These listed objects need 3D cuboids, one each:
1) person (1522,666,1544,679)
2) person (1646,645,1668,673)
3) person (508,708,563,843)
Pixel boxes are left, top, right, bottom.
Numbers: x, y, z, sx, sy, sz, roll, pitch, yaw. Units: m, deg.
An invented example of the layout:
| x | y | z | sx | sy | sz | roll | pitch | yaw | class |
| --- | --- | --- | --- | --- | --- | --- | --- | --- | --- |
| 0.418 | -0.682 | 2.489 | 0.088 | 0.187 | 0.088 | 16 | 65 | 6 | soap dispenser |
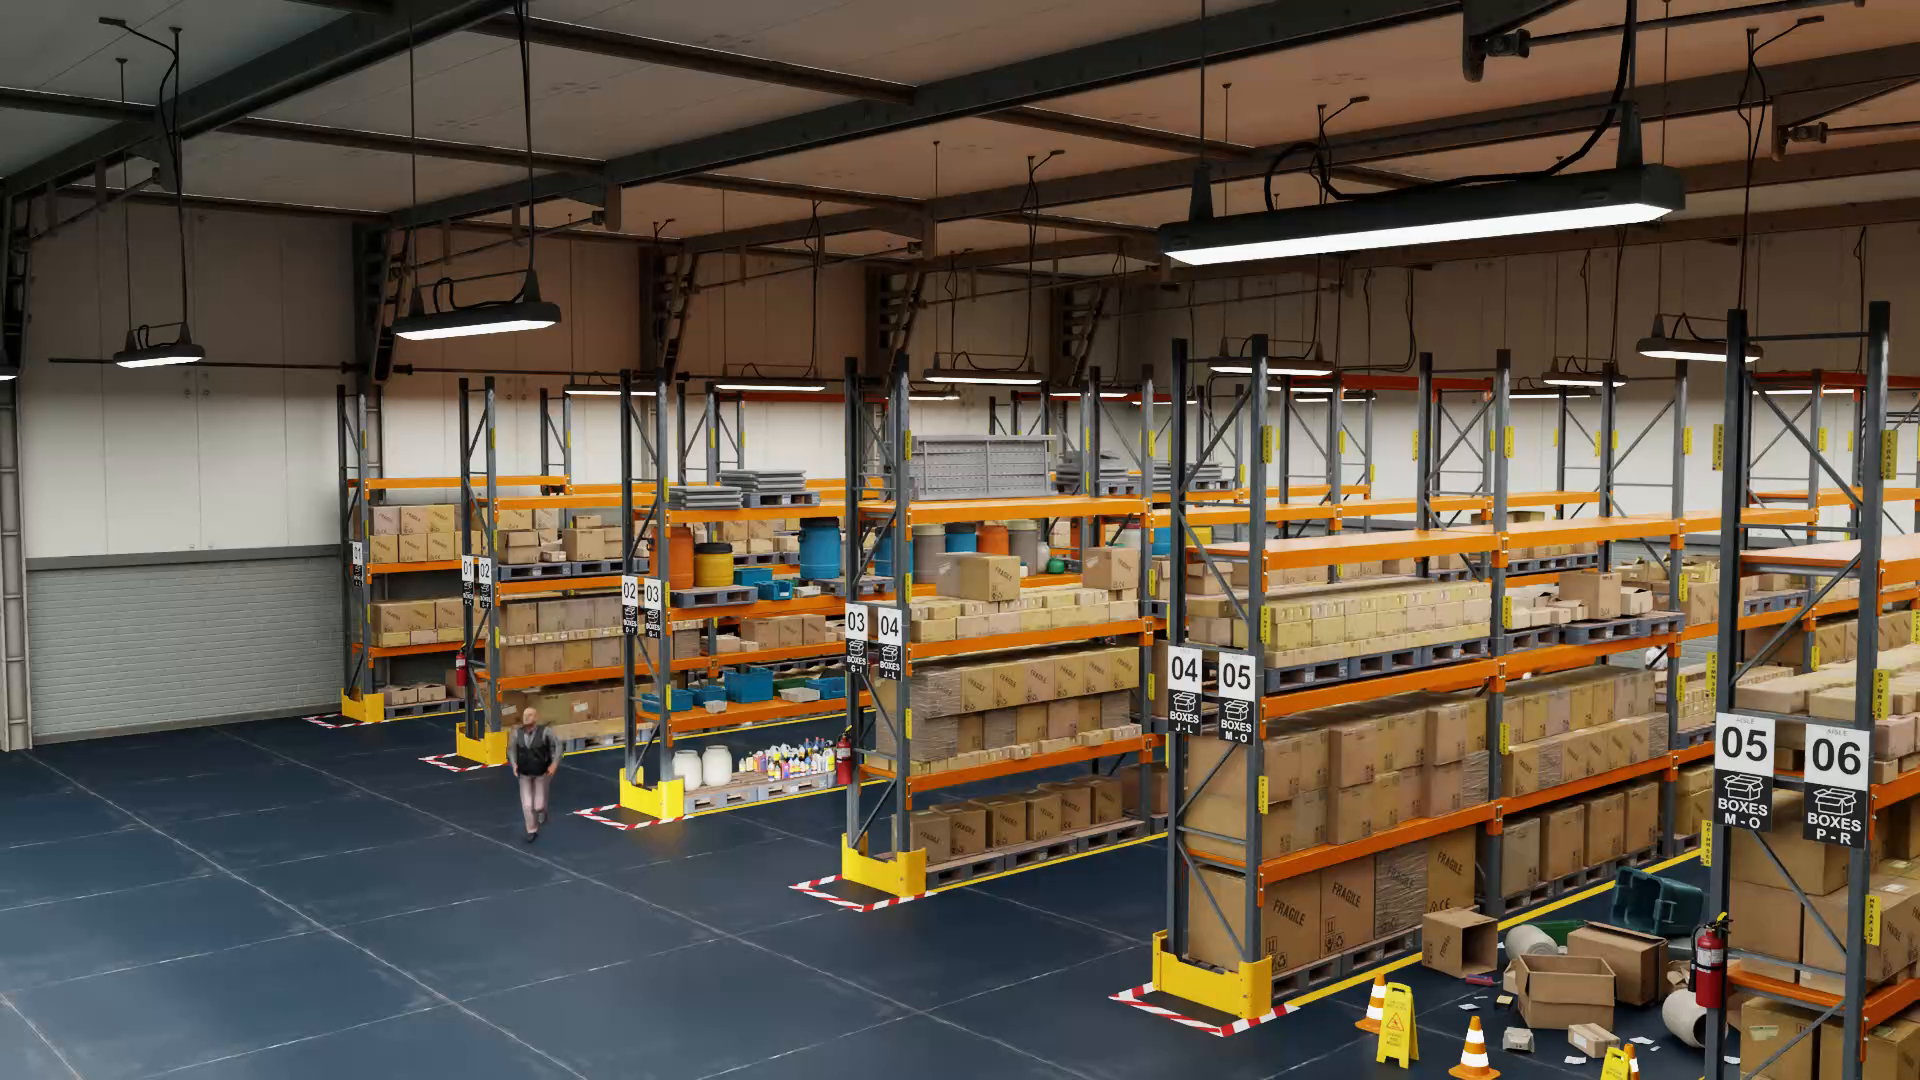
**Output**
| x | y | z | sx | sy | sz | roll | pitch | yaw | class |
| --- | --- | --- | --- | --- | --- | --- | --- | --- | --- |
| 8.556 | 2.632 | 24.761 | 0.668 | 1.827 | 0.836 | 3 | 5 | 39 | person |
| 12.158 | 2.433 | 28.803 | 0.572 | 1.707 | 0.810 | 0 | 4 | 1 | person |
| -5.369 | 2.955 | 21.014 | 0.678 | 1.701 | 0.659 | 0 | 4 | 1 | person |
